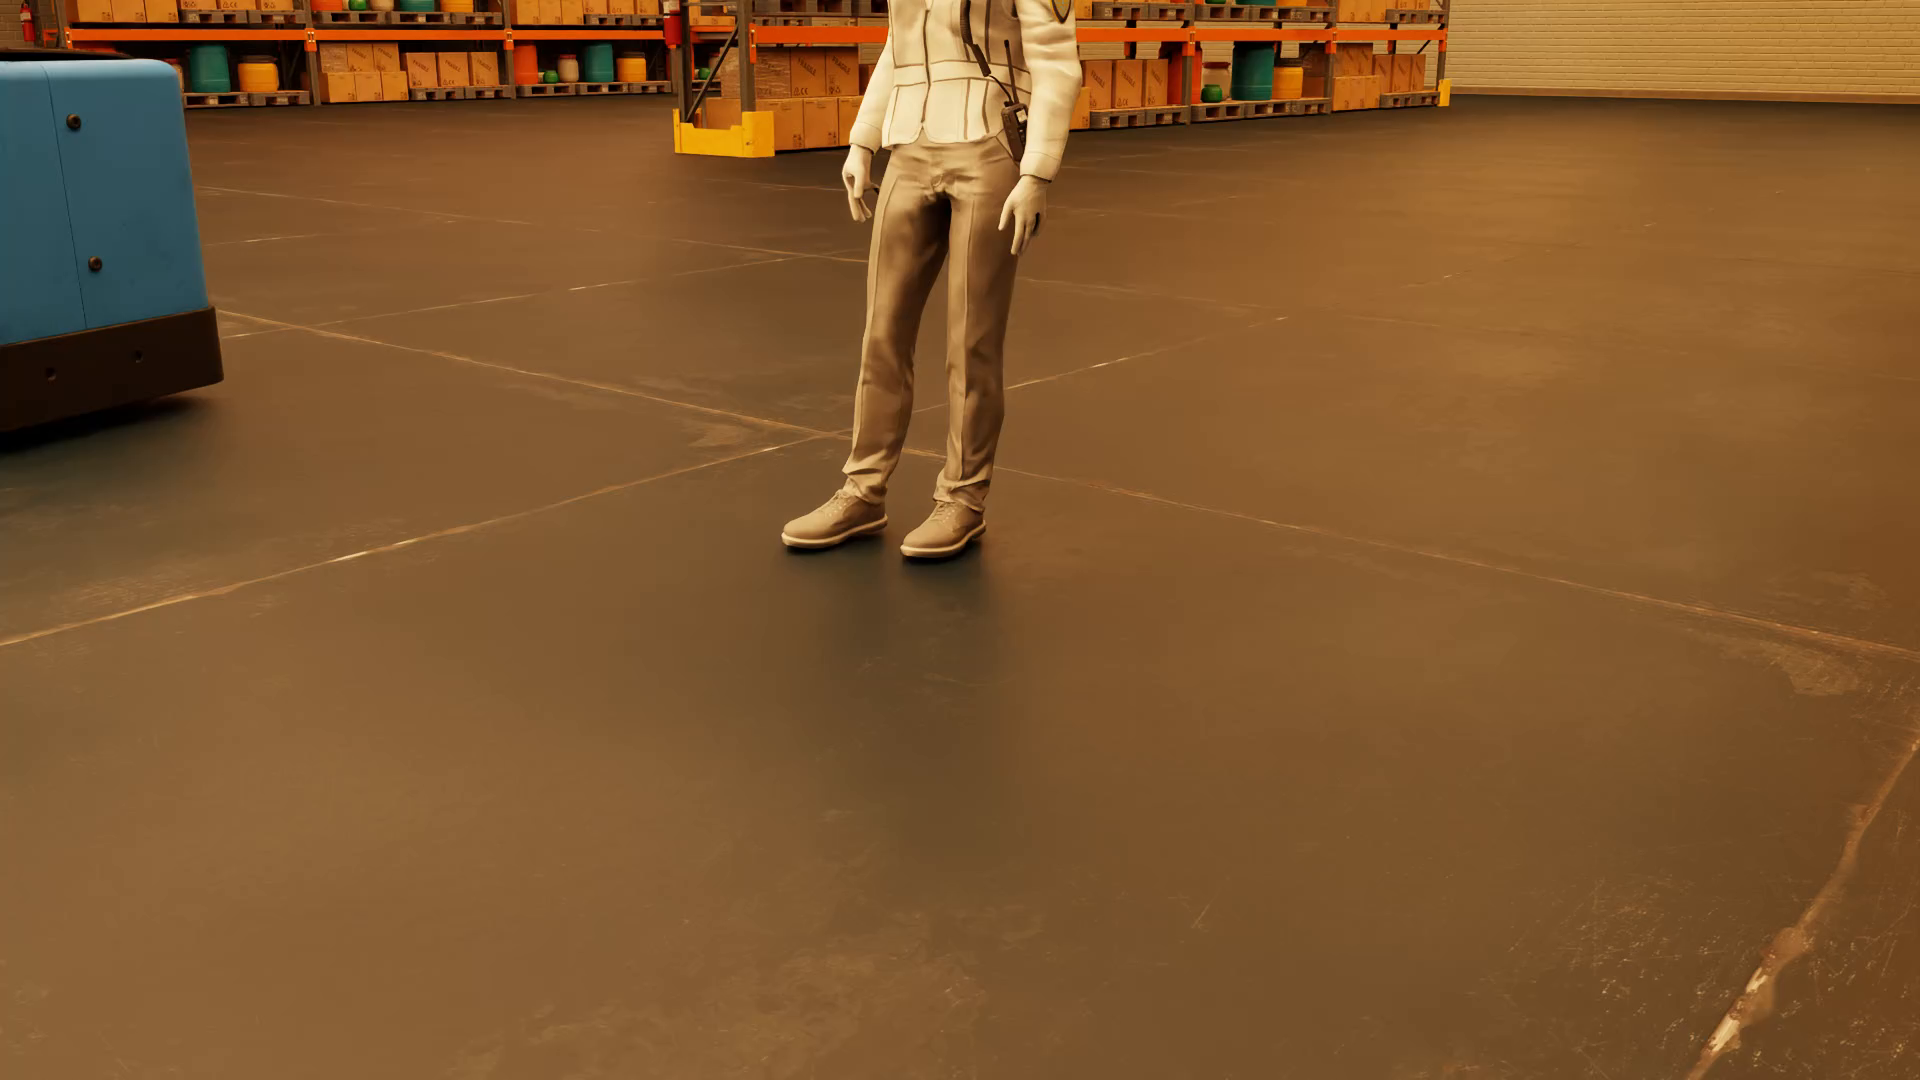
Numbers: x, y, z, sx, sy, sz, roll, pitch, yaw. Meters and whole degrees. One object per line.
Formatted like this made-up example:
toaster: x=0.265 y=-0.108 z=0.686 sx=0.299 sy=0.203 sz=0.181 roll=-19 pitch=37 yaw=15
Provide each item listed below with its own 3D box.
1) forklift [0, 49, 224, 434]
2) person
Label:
forklift: x=-3.954 y=-1.898 z=5.147 sx=3.031 sy=2.935 sz=1.130 roll=7 pitch=18 yaw=22
person: x=-0.049 y=-0.803 z=3.647 sx=0.586 sy=1.694 sz=0.530 roll=13 pitch=21 yaw=37
